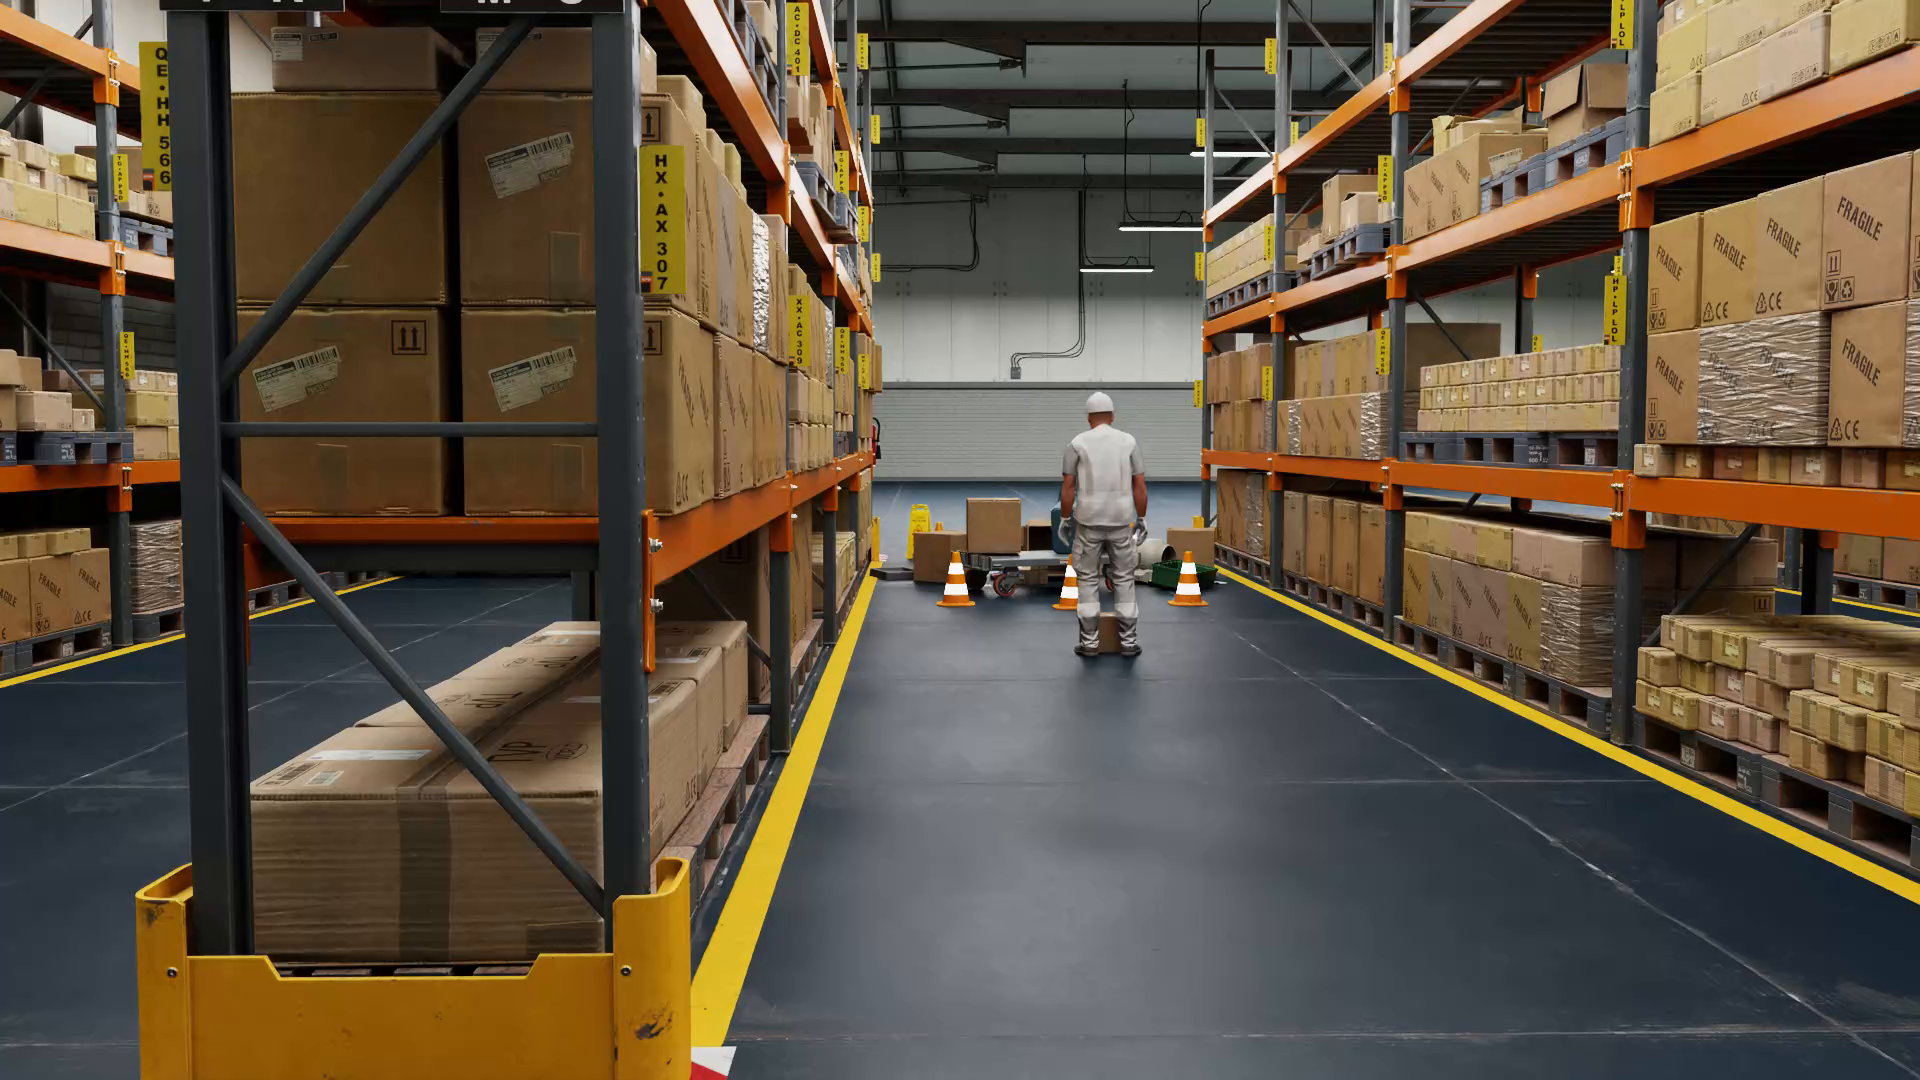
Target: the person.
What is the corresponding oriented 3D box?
[{"bbox_3d":[13.197,-0.637,19.833,25.708,1.732,16.744,0,4,-2],"label":"person"}]
